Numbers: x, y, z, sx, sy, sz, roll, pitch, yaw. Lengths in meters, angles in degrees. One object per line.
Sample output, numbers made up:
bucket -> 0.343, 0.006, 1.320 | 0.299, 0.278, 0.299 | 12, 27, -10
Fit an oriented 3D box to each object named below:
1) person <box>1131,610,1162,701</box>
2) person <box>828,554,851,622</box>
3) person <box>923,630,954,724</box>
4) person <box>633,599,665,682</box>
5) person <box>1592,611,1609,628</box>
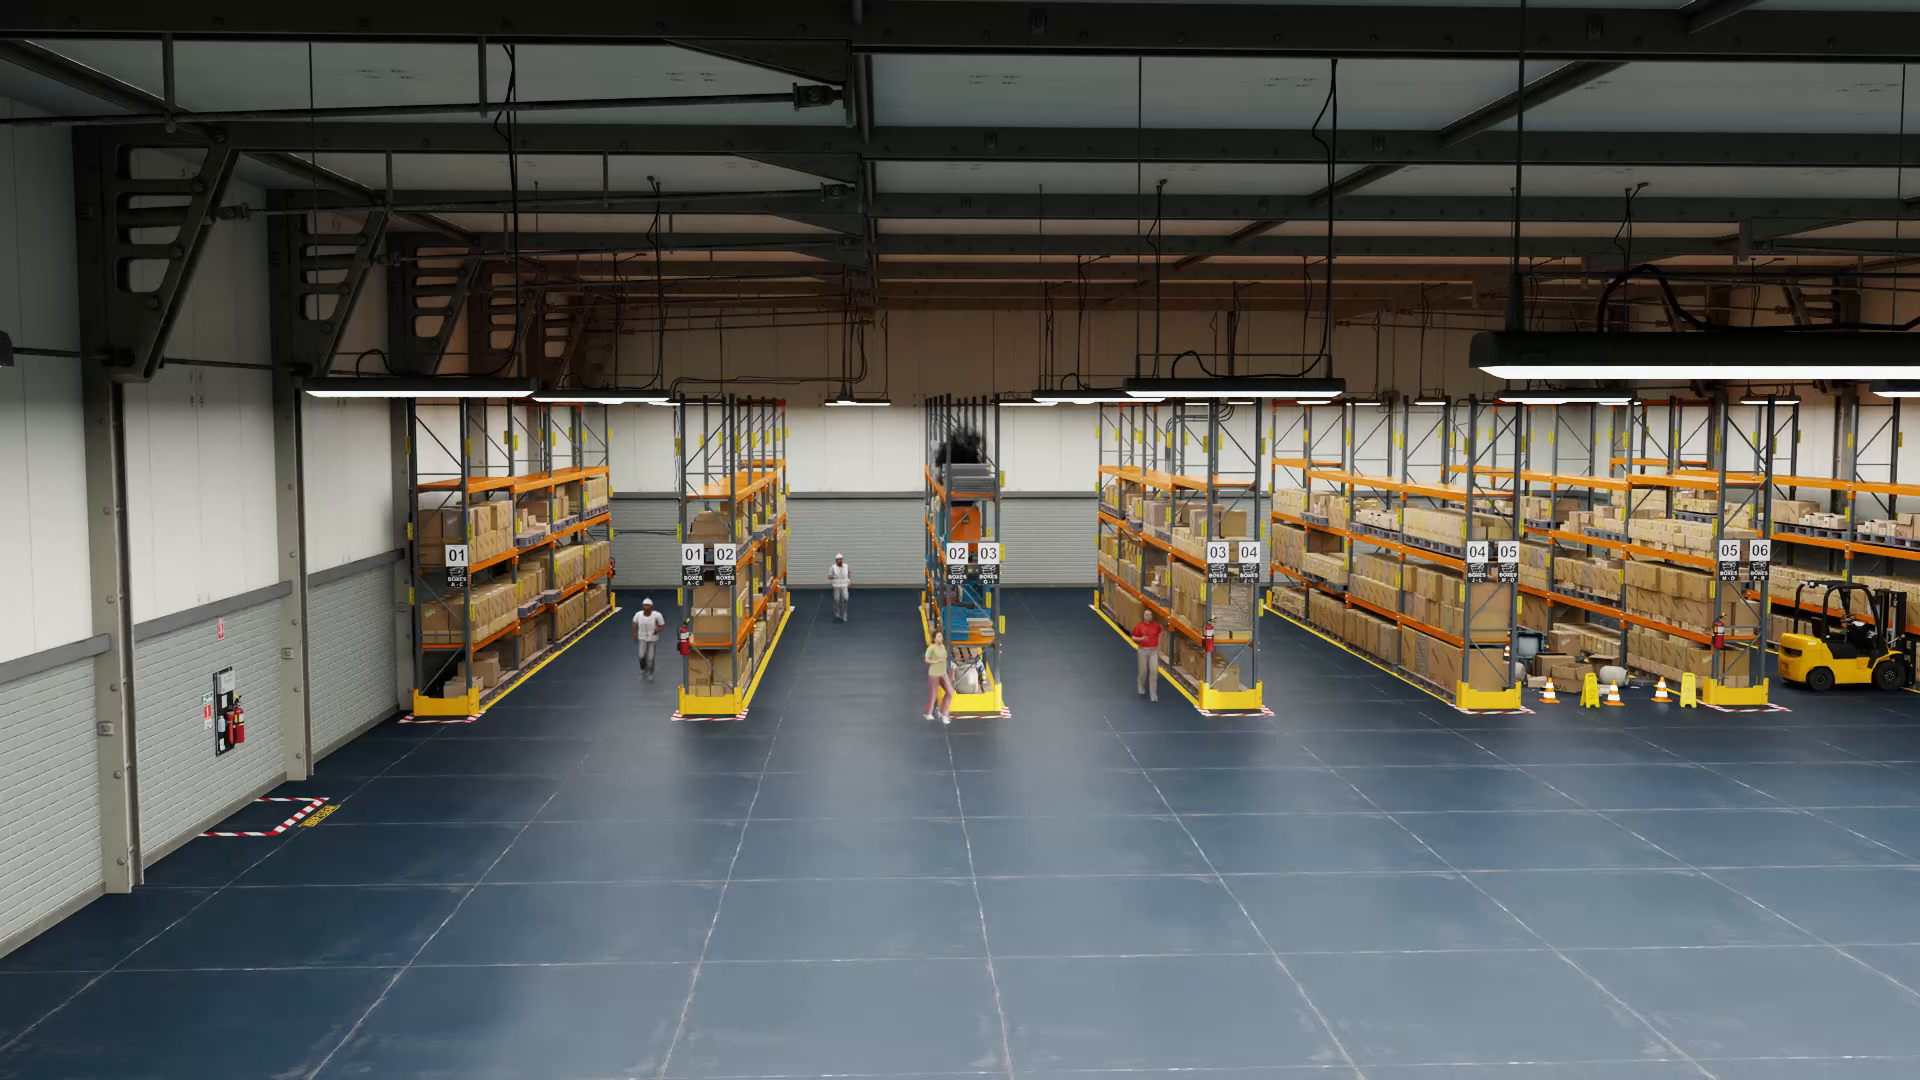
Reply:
person -> 3.705, 2.246, 32.807 | 0.661, 1.738, 0.921 | 0, 5, -4
person -> -3.238, 1.297, 44.857 | 0.656, 1.844, 0.784 | -1, 5, -13
person -> -0.413, 2.502, 30.337 | 0.574, 1.722, 0.645 | -4, 6, -38
person -> -6.524, 2.099, 34.796 | 0.697, 1.753, 0.672 | 0, 5, -4
person -> 16.488, 1.545, 42.641 | 0.560, 1.663, 0.745 | 0, 5, 1
